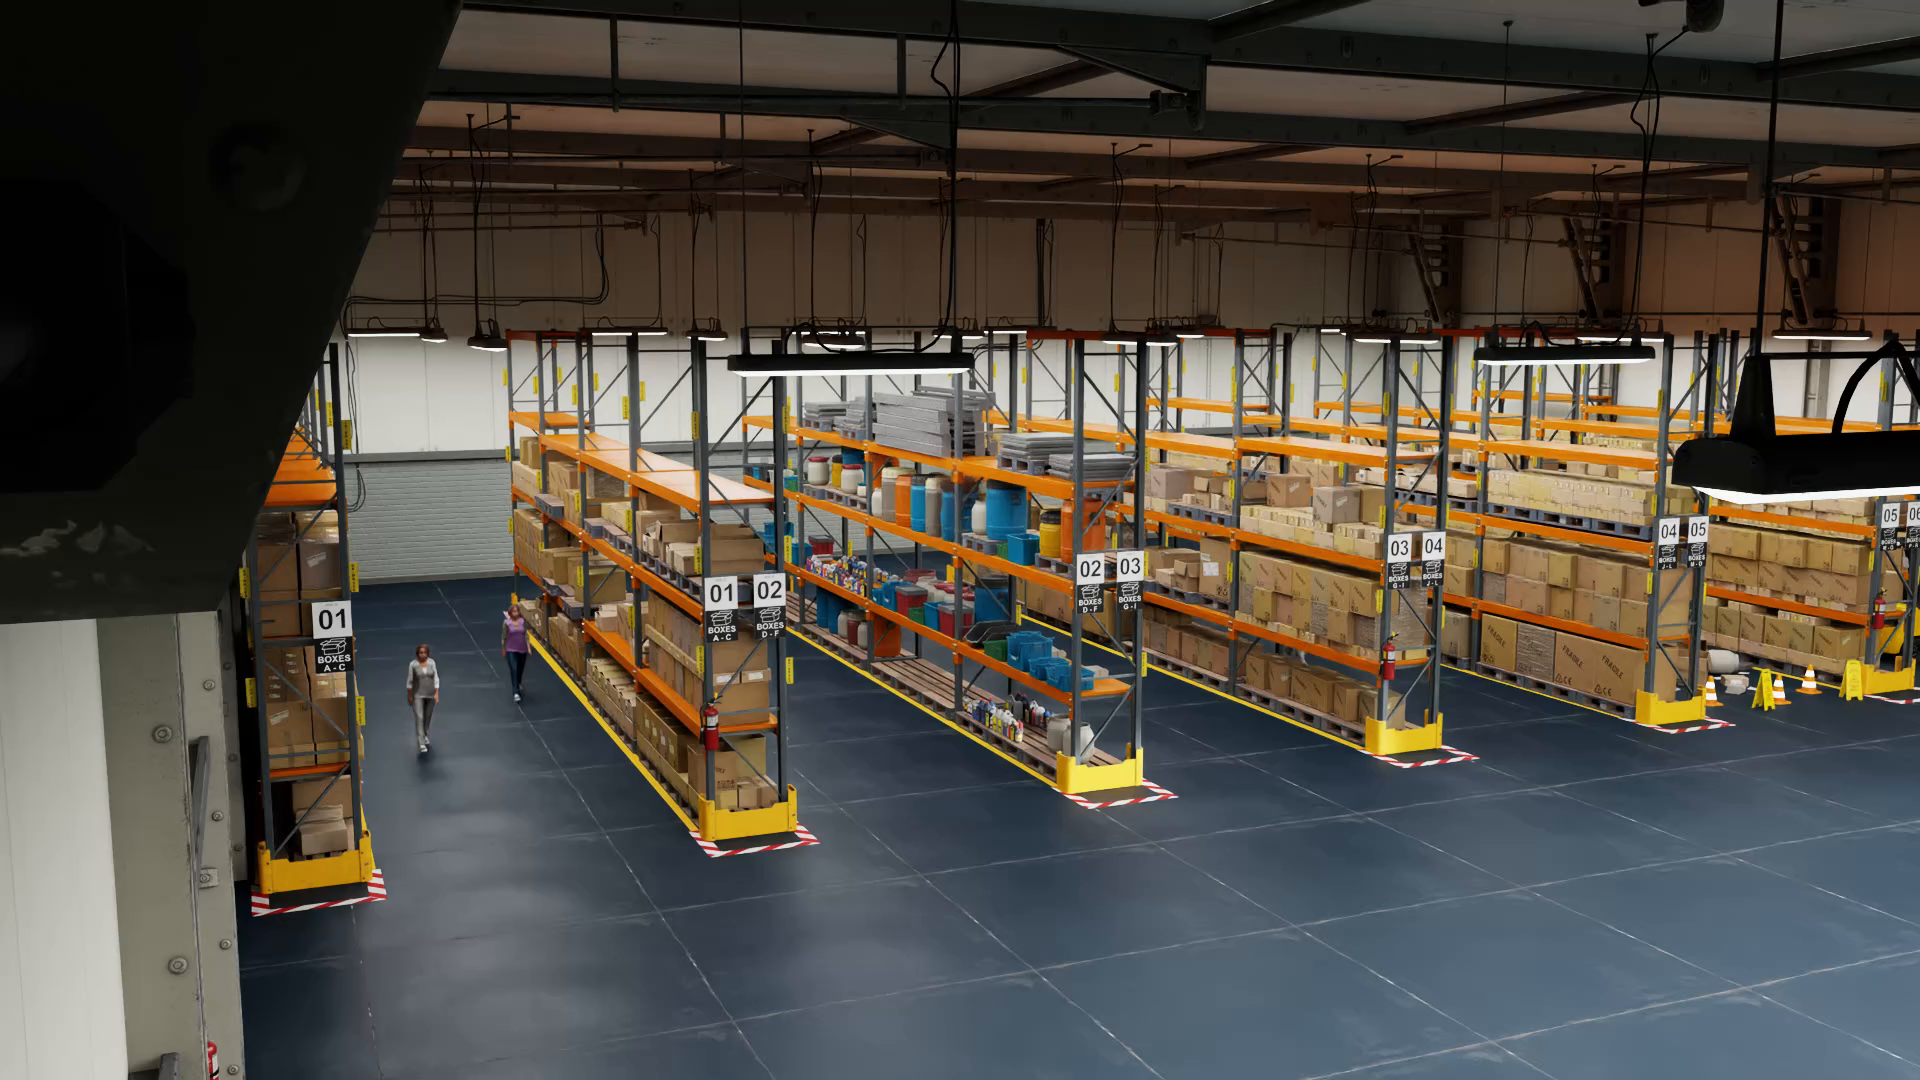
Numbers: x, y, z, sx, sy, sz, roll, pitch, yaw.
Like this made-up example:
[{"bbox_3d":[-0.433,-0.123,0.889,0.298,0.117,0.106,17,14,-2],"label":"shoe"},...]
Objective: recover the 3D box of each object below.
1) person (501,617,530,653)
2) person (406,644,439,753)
[{"bbox_3d":[-7.326,1.569,27.403,0.447,0.582,0.315,-3,8,-24],"label":"person"},{"bbox_3d":[-7.759,2.274,24.106,0.435,1.546,0.968,-5,9,-34],"label":"person"}]
